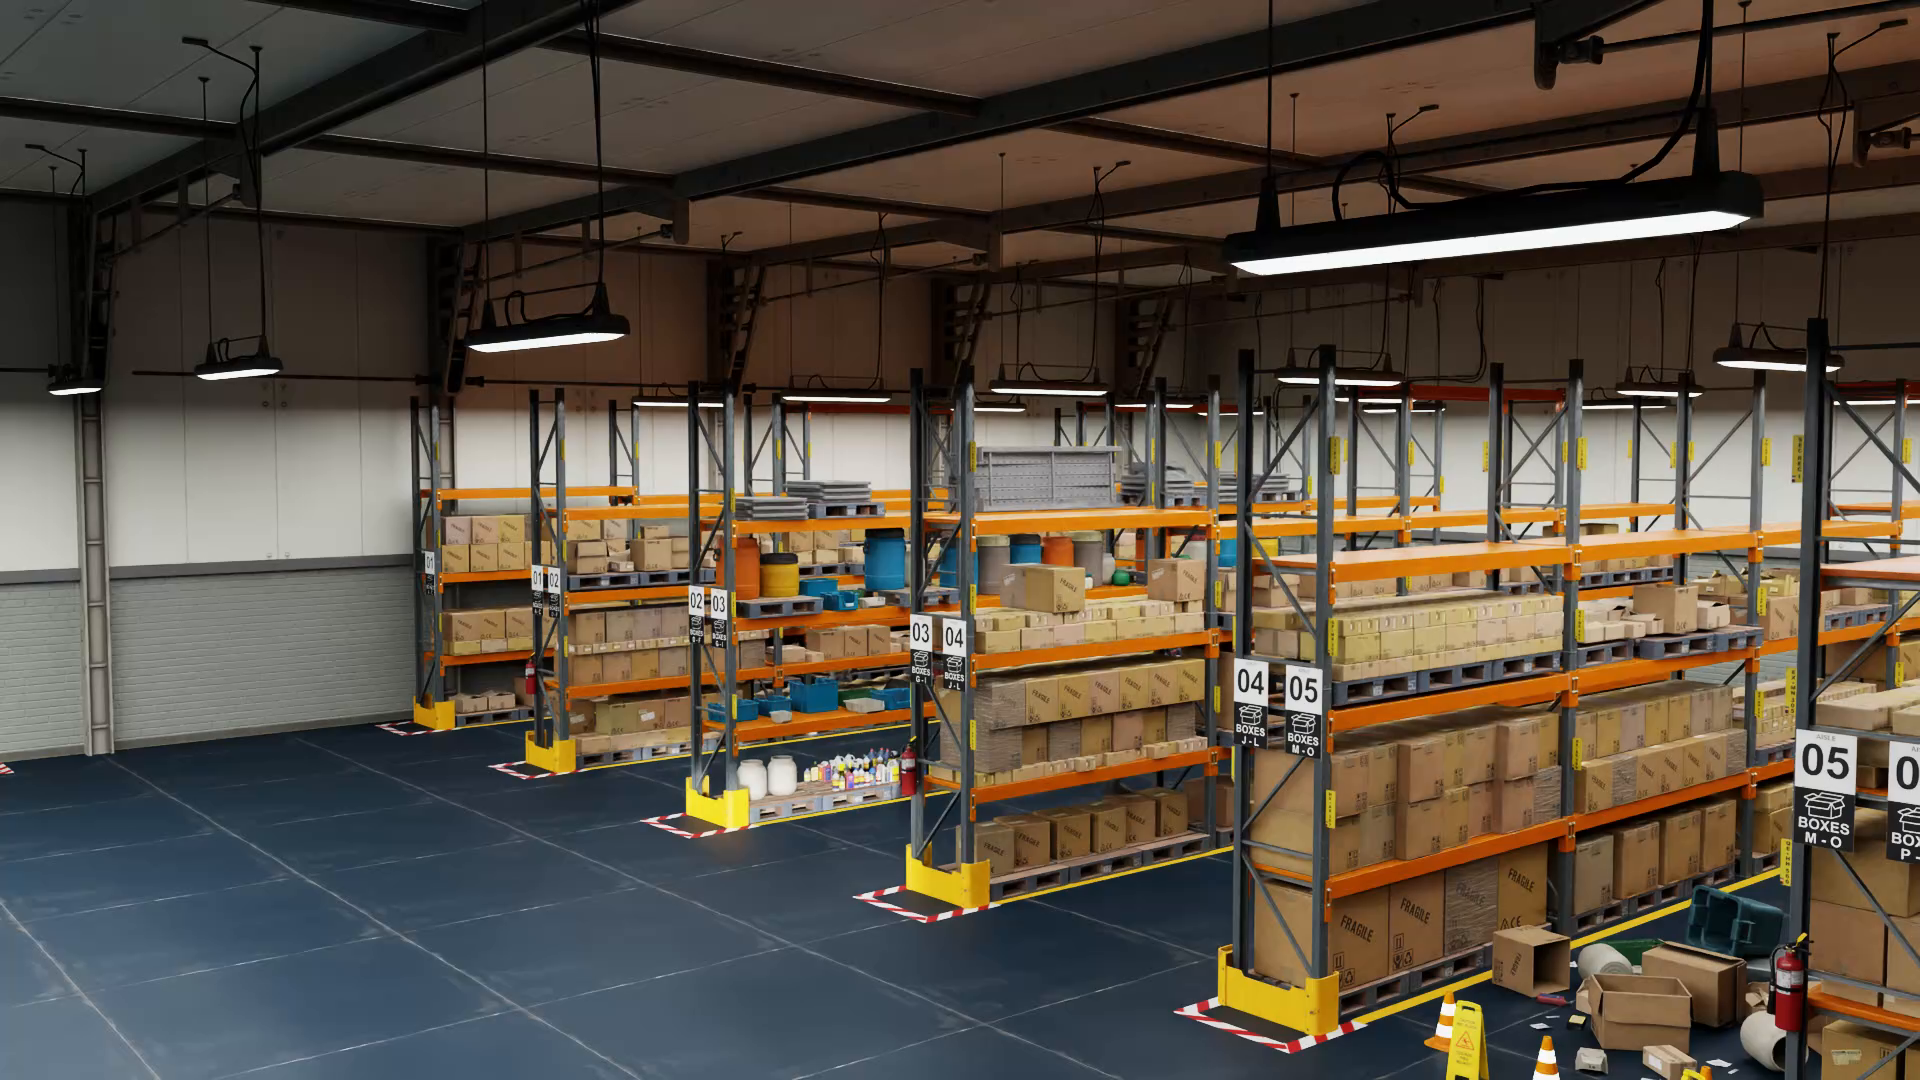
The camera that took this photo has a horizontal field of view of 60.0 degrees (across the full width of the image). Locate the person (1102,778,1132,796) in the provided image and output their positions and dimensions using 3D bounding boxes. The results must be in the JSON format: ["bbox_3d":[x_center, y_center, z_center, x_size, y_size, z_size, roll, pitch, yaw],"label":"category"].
[{"bbox_3d":[2.192,3.006,22.879,0.578,1.636,0.507,-2,4,-27],"label":"person"}]

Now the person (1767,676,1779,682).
[{"bbox_3d":[11.911,2.847,24.439,1.077,1.689,0.644,-2,4,-36],"label":"person"}]

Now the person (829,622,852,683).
[{"bbox_3d":[-2.457,2.348,33.878,0.516,1.672,0.709,2,4,27],"label":"person"}]
